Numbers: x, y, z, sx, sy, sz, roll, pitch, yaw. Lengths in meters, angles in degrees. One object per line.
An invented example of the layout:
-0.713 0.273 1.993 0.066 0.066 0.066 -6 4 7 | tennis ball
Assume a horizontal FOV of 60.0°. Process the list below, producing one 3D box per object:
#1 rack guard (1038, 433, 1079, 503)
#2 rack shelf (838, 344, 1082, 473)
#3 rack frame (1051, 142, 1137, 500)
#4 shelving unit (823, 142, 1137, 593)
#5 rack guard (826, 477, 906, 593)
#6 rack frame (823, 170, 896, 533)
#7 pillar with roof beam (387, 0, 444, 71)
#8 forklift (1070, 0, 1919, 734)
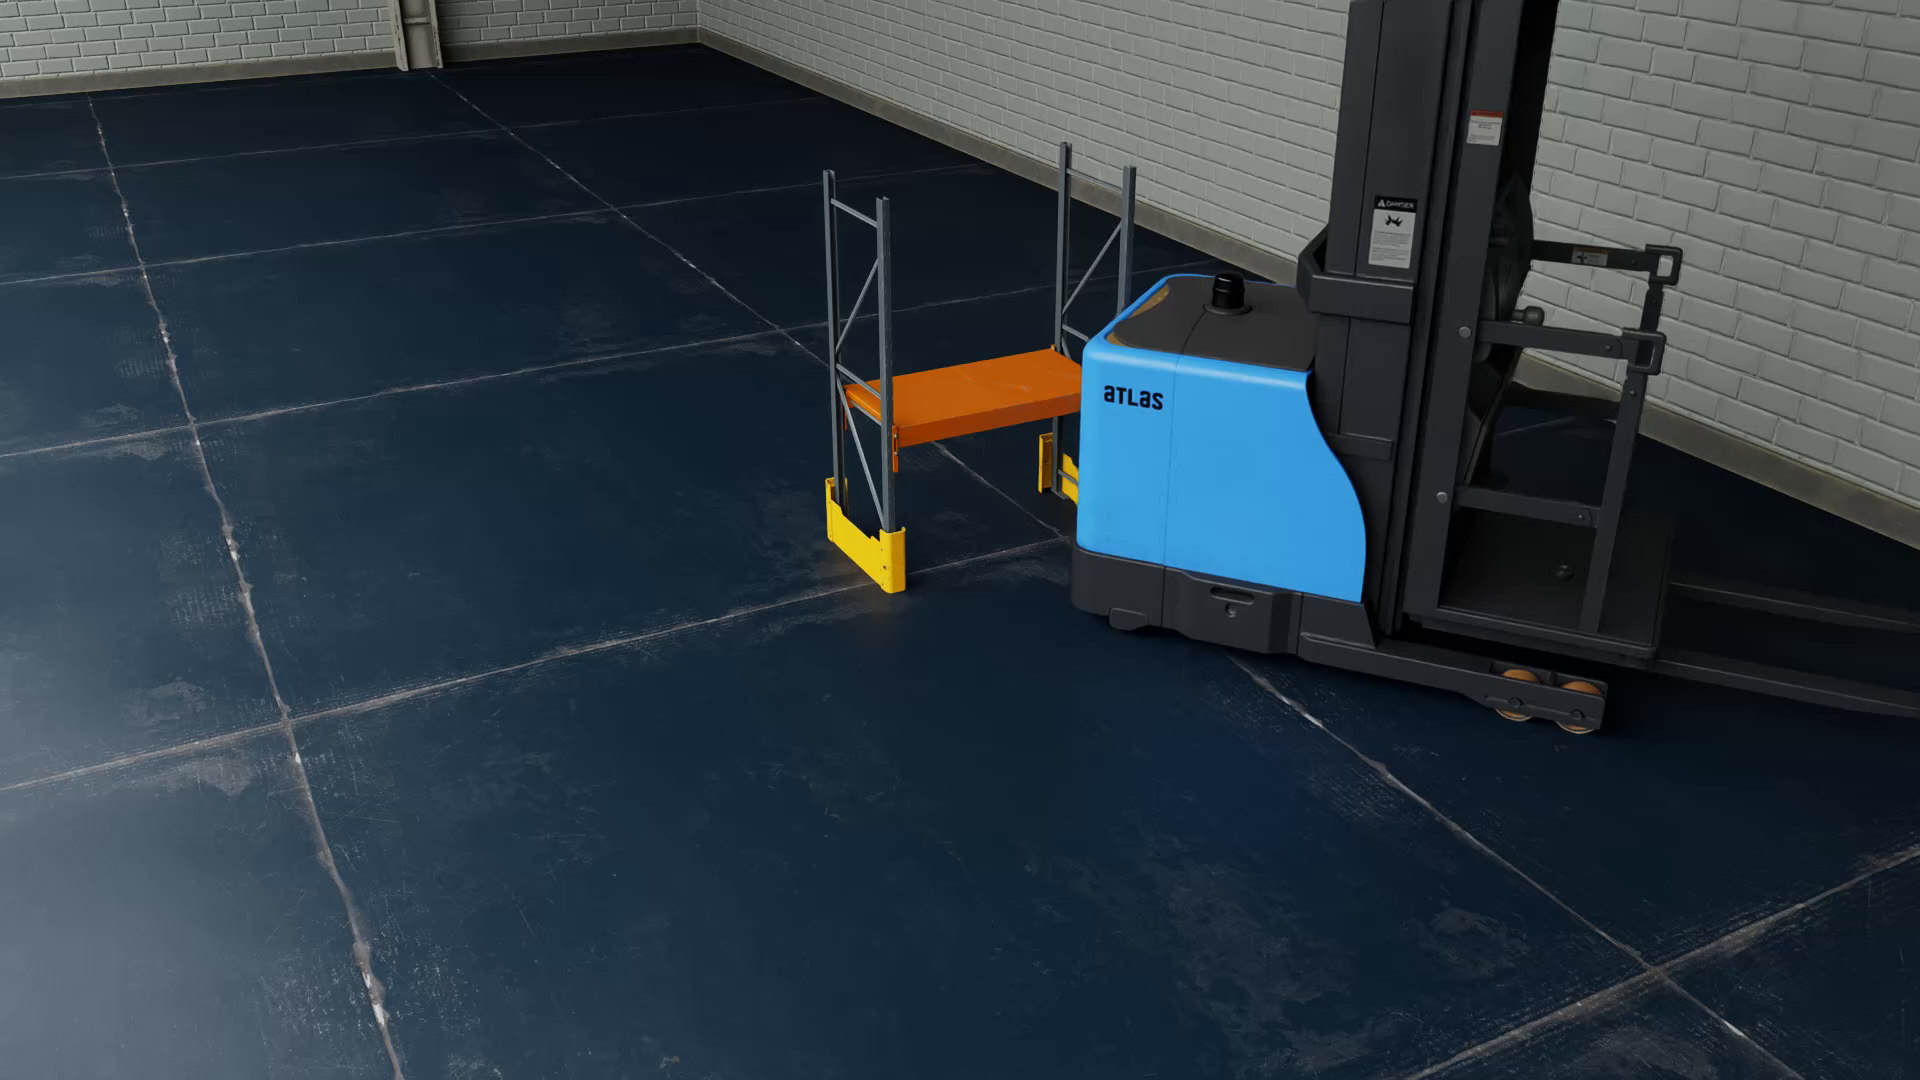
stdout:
0.507 -0.230 6.939 0.087 0.250 0.587 -13 29 -25 | rack guard
0.075 -0.531 6.539 1.000 0.185 0.538 -13 29 -25 | rack shelf
0.524 -0.797 6.677 0.032 1.500 0.500 -13 29 -25 | rack frame
0.067 -0.692 6.458 1.083 1.500 0.587 -13 29 -25 | shelving unit
-0.372 -0.027 6.517 0.087 0.250 0.587 -13 29 -25 | rack guard
-0.373 -0.590 6.246 0.032 1.500 0.500 -13 29 -25 | rack frame
-3.352 -7.126 11.195 0.400 9.000 9.100 -13 29 -25 | pillar with roof beam
1.969 -0.951 5.344 3.031 2.935 1.130 11 28 22 | forklift
